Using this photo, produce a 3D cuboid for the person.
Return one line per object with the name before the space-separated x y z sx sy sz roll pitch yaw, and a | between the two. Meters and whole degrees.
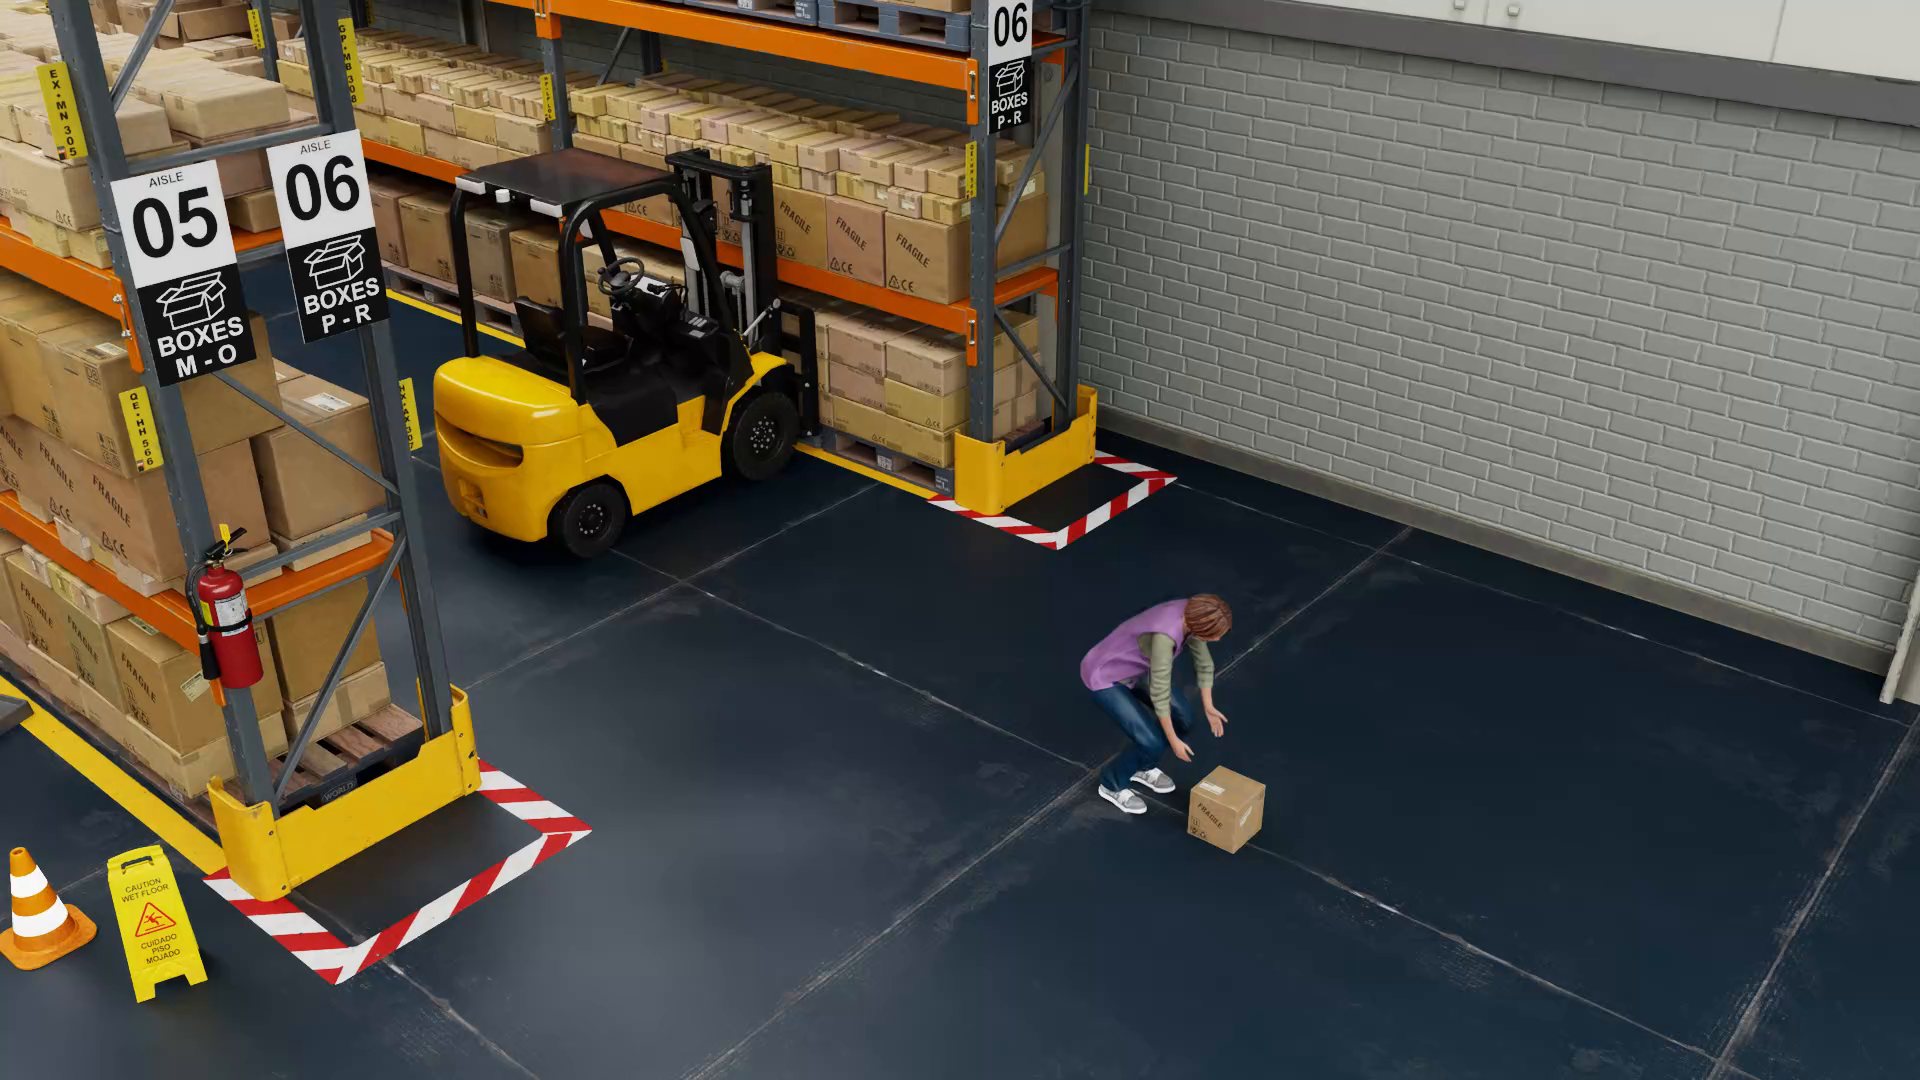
person | 0.907 0.711 7.741 0.714 1.171 0.446 21 34 34
